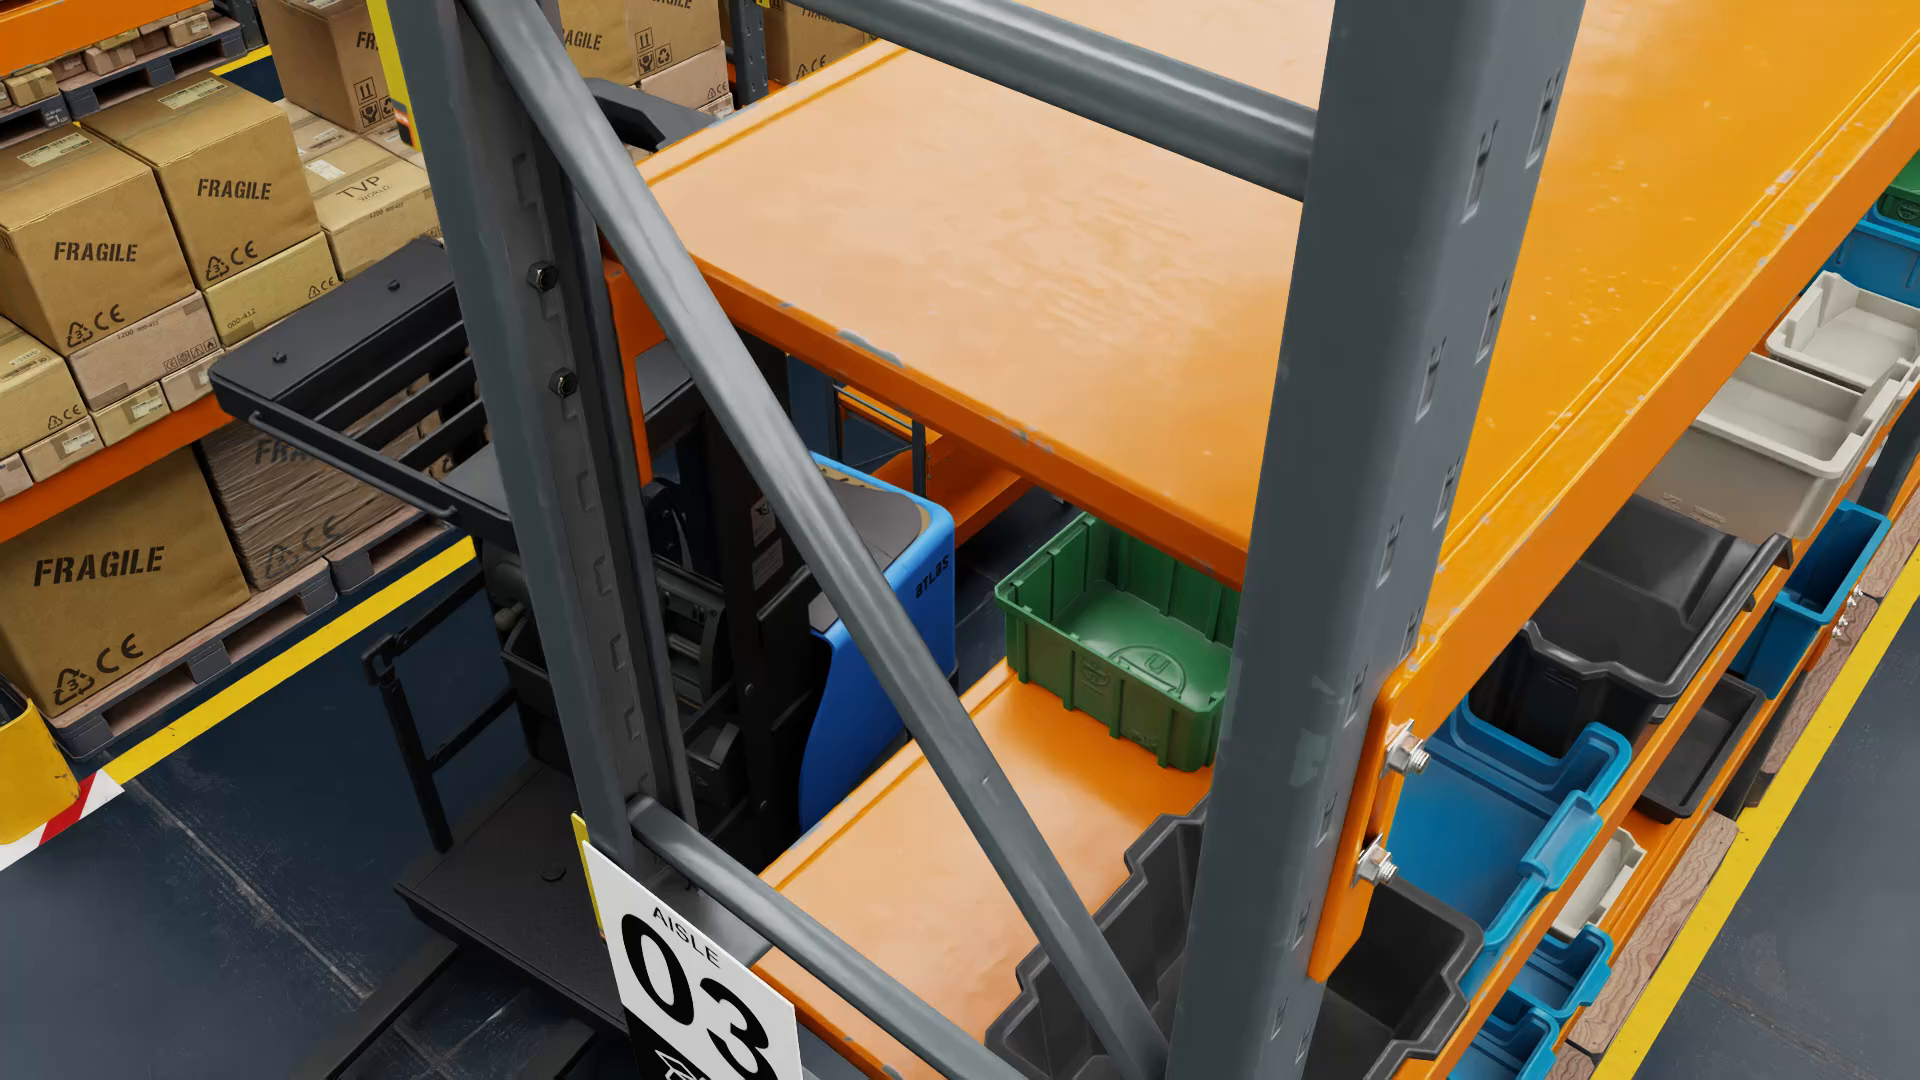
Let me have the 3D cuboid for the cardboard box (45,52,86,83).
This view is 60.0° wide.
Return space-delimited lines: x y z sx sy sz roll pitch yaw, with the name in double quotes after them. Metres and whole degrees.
-5.641 -2.977 10.283 0.380 0.149 0.250 28 49 28 "cardboard box"

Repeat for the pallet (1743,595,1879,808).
3.016 0.426 6.807 1.003 0.211 1.213 29 50 28 "pallet"

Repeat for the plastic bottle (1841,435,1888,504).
2.988 -0.270 5.536 0.144 0.351 0.185 29 50 28 "plastic bottle"

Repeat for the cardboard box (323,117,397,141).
-2.459 -1.774 7.044 0.500 0.250 0.500 31 51 29 "cardboard box"

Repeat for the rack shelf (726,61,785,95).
-0.016 -3.134 9.185 1.077 0.370 4.000 29 50 28 "rack shelf"

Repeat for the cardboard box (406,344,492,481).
-2.368 -0.971 7.538 0.875 0.875 0.875 29 50 28 "cardboard box"

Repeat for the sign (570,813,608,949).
-0.518 0.532 2.465 0.100 0.325 0.005 29 50 28 "sign"

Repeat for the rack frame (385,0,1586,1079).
-0.087 -0.386 1.168 1.000 3.000 0.127 29 50 28 "rack frame"

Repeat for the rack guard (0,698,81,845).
-3.893 0.626 6.372 1.175 0.500 0.348 29 50 28 "rack guard"

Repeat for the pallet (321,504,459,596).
-2.637 -0.350 7.661 1.003 0.211 1.213 29 50 28 "pallet"

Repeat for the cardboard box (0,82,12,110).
-5.912 -2.683 9.961 0.380 0.149 0.250 30 50 29 "cardboard box"

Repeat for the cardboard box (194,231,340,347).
-2.706 -1.024 6.219 0.500 0.250 0.500 28 49 27 "cardboard box"

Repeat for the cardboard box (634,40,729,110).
-1.387 -2.084 7.385 0.500 0.250 0.500 29 49 28 "cardboard box"

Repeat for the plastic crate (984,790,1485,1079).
0.375 0.694 2.307 0.497 0.269 0.590 29 50 28 "plastic crate"

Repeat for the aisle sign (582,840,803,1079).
-0.357 0.782 2.411 0.394 0.787 0.004 29 50 28 "aisle sign"

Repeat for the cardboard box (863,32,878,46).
-0.493 -2.796 8.203 0.500 0.500 0.500 30 50 29 "cardboard box"

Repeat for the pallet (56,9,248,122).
-5.440 -3.177 10.770 1.003 0.211 1.213 29 50 28 "pallet"

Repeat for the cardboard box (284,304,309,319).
-2.571 -0.921 6.403 0.380 0.149 0.250 29 50 28 "cardboard box"

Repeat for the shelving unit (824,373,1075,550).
-0.004 -0.413 7.050 0.538 1.125 1.048 29 50 28 "shelving unit"

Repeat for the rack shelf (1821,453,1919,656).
3.775 -0.990 6.826 1.077 0.370 4.000 29 50 28 "rack shelf"

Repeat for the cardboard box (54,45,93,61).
-5.554 -3.104 10.202 0.380 0.149 0.250 30 50 29 "cardboard box"

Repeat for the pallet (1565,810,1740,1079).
2.044 1.201 5.955 1.003 0.211 1.213 29 50 28 "pallet"

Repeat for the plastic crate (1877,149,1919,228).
2.446 -0.909 4.130 0.450 0.188 0.662 29 50 28 "plastic crate"

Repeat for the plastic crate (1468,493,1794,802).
1.107 0.079 2.932 0.504 0.338 0.767 29 50 28 "plastic crate"

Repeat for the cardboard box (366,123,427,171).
-2.046 -1.554 6.802 0.500 0.250 0.500 31 50 29 "cardboard box"

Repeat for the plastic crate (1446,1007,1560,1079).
1.172 1.210 3.951 0.416 0.233 0.300 29 50 28 "plastic crate"

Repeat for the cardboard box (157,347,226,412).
-2.901 -0.658 6.113 0.380 0.149 0.250 29 50 28 "cardboard box"

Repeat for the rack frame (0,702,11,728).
-3.878 -0.311 5.545 1.000 3.000 0.127 29 50 28 "rack frame"

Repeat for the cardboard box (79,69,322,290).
-2.711 -1.300 5.966 0.500 0.500 0.500 28 49 27 "cardboard box"

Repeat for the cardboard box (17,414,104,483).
-3.232 -0.391 5.819 0.380 0.149 0.250 29 50 28 "cardboard box"

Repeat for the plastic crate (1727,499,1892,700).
2.448 0.145 5.010 0.392 0.384 0.575 29 50 28 "plastic crate"

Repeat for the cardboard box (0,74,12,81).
-5.891 -2.835 9.907 0.380 0.149 0.250 27 49 27 "cardboard box"

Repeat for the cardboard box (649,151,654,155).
-1.415 -1.846 7.420 0.380 0.149 0.250 30 50 29 "cardboard box"

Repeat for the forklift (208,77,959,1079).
-1.217 0.269 4.958 1.130 2.935 3.031 23 47 23 "forklift"

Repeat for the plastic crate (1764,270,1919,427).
1.960 -0.419 3.630 0.293 0.136 0.466 29 50 28 "plastic crate"

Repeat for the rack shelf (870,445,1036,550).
-0.004 -0.232 7.215 0.538 0.278 1.000 29 50 28 "rack shelf"

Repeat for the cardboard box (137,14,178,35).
-5.159 -3.336 10.458 0.380 0.149 0.250 27 49 27 "cardboard box"

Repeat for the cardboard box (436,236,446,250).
-2.240 -1.187 6.694 0.380 0.149 0.250 30 50 29 "cardboard box"

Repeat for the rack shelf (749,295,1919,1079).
1.201 -0.040 3.552 1.077 0.370 4.000 29 50 28 "rack shelf"

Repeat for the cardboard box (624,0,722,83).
-1.394 -2.350 7.120 0.500 0.500 0.500 31 51 30 "cardboard box"

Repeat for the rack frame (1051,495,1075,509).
0.323 -0.674 7.338 0.500 1.125 0.032 29 50 28 "rack frame"

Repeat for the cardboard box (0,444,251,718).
-3.527 -0.045 6.519 0.875 0.875 0.875 29 50 28 "cardboard box"

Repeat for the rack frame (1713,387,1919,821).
2.488 -0.226 5.452 1.000 3.000 0.127 29 50 28 "rack frame"

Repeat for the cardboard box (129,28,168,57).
-5.257 -3.224 10.555 0.380 0.149 0.250 31 51 29 "cardboard box"

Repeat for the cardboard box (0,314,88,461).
-3.362 -0.496 5.638 0.500 0.250 0.500 28 49 27 "cardboard box"

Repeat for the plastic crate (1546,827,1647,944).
1.597 0.876 4.391 0.293 0.136 0.466 29 50 28 "plastic crate"
